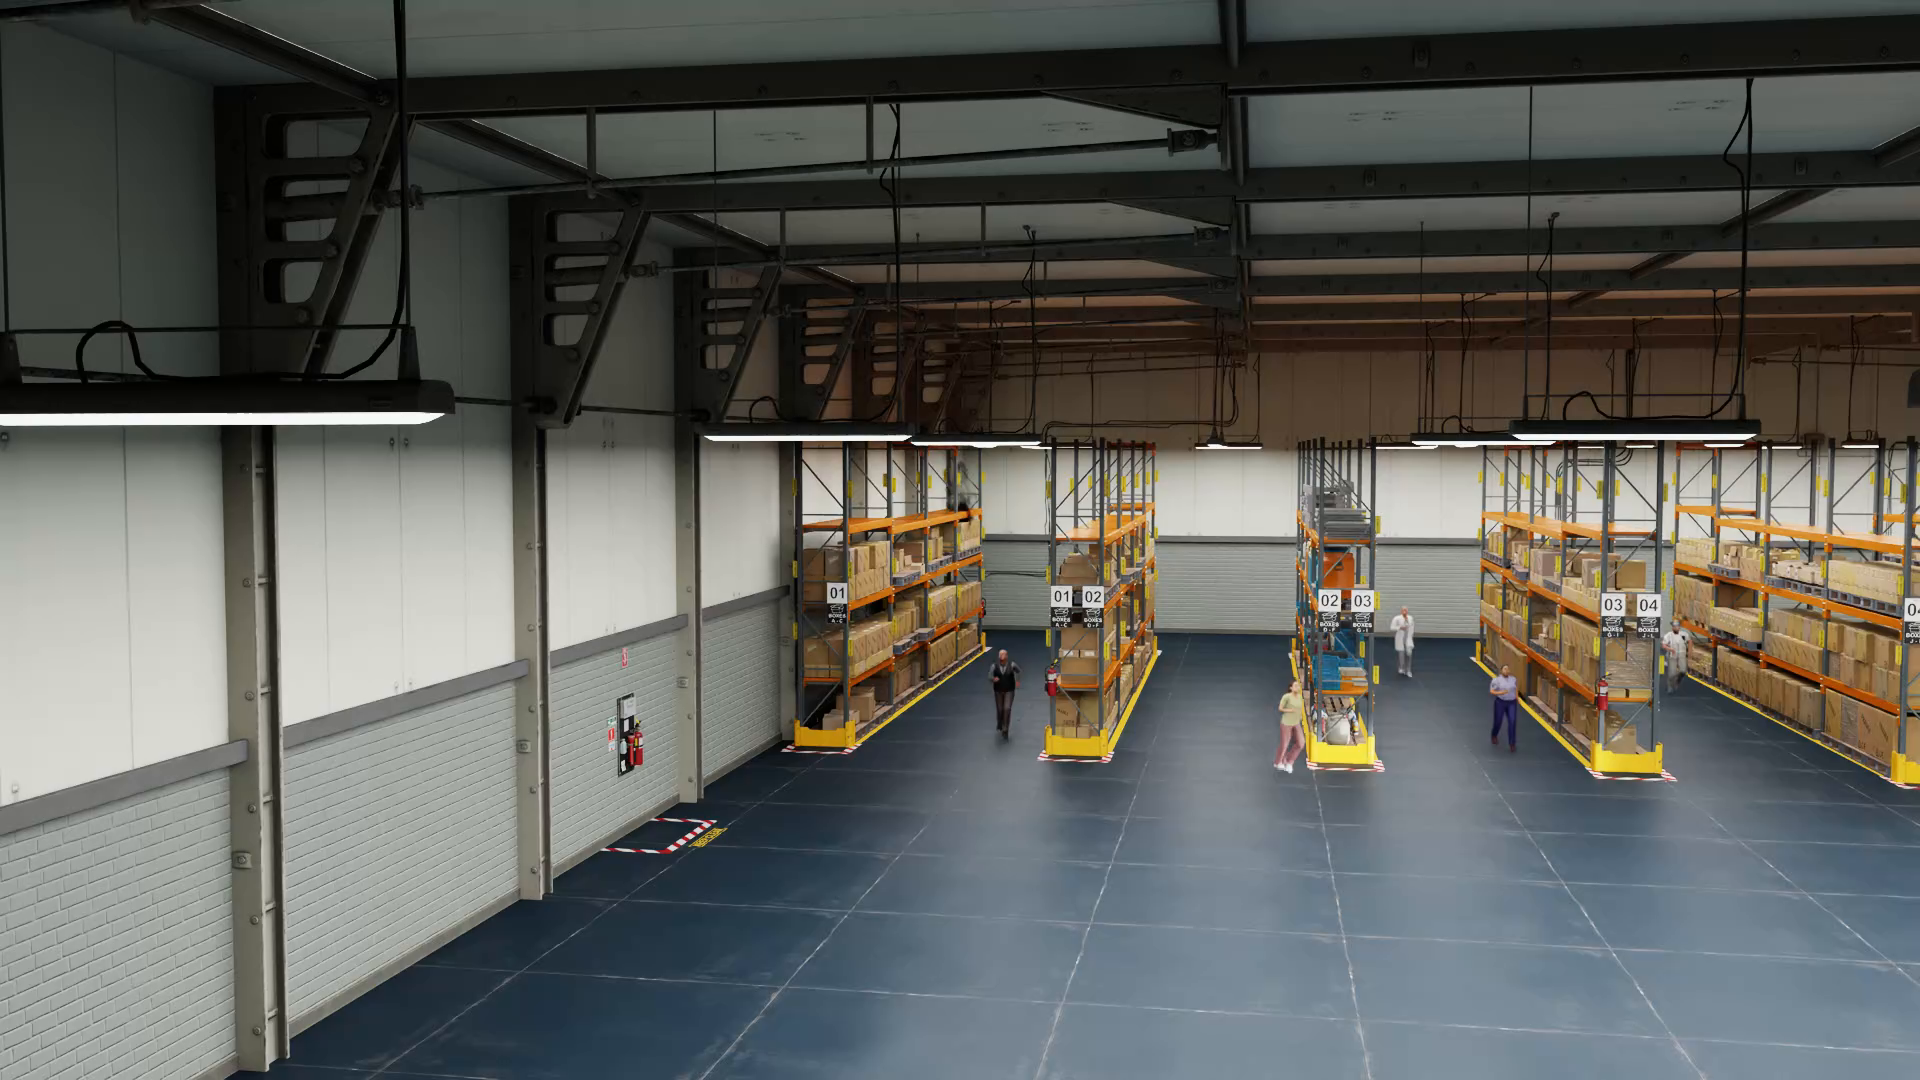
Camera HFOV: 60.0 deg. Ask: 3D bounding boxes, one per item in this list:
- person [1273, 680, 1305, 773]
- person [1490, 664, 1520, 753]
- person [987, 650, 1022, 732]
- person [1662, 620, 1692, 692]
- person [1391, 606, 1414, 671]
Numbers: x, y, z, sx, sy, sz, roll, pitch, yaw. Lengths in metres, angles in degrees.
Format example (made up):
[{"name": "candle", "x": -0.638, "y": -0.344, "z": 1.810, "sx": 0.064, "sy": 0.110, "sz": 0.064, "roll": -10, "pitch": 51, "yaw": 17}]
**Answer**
[{"name": "person", "x": 5.952, "y": 3.328, "z": 29.761, "sx": 0.585, "sy": 1.673, "sz": 0.652, "roll": -1, "pitch": 3, "yaw": -22}, {"name": "person", "x": 10.463, "y": 3.191, "z": 31.921, "sx": 0.604, "sy": 1.639, "sz": 0.939, "roll": 0, "pitch": 3, "yaw": 3}, {"name": "person", "x": 0.899, "y": 3.020, "z": 33.576, "sx": 0.665, "sy": 1.628, "sz": 0.889, "roll": 1, "pitch": 3, "yaw": 11}, {"name": "person", "x": 16.998, "y": 2.763, "z": 39.396, "sx": 0.687, "sy": 1.731, "sz": 0.769, "roll": 1, "pitch": 3, "yaw": 15}, {"name": "person", "x": 11.332, "y": 2.518, "z": 42.500, "sx": 0.667, "sy": 1.660, "sz": 0.794, "roll": 0, "pitch": 3, "yaw": -1}]
